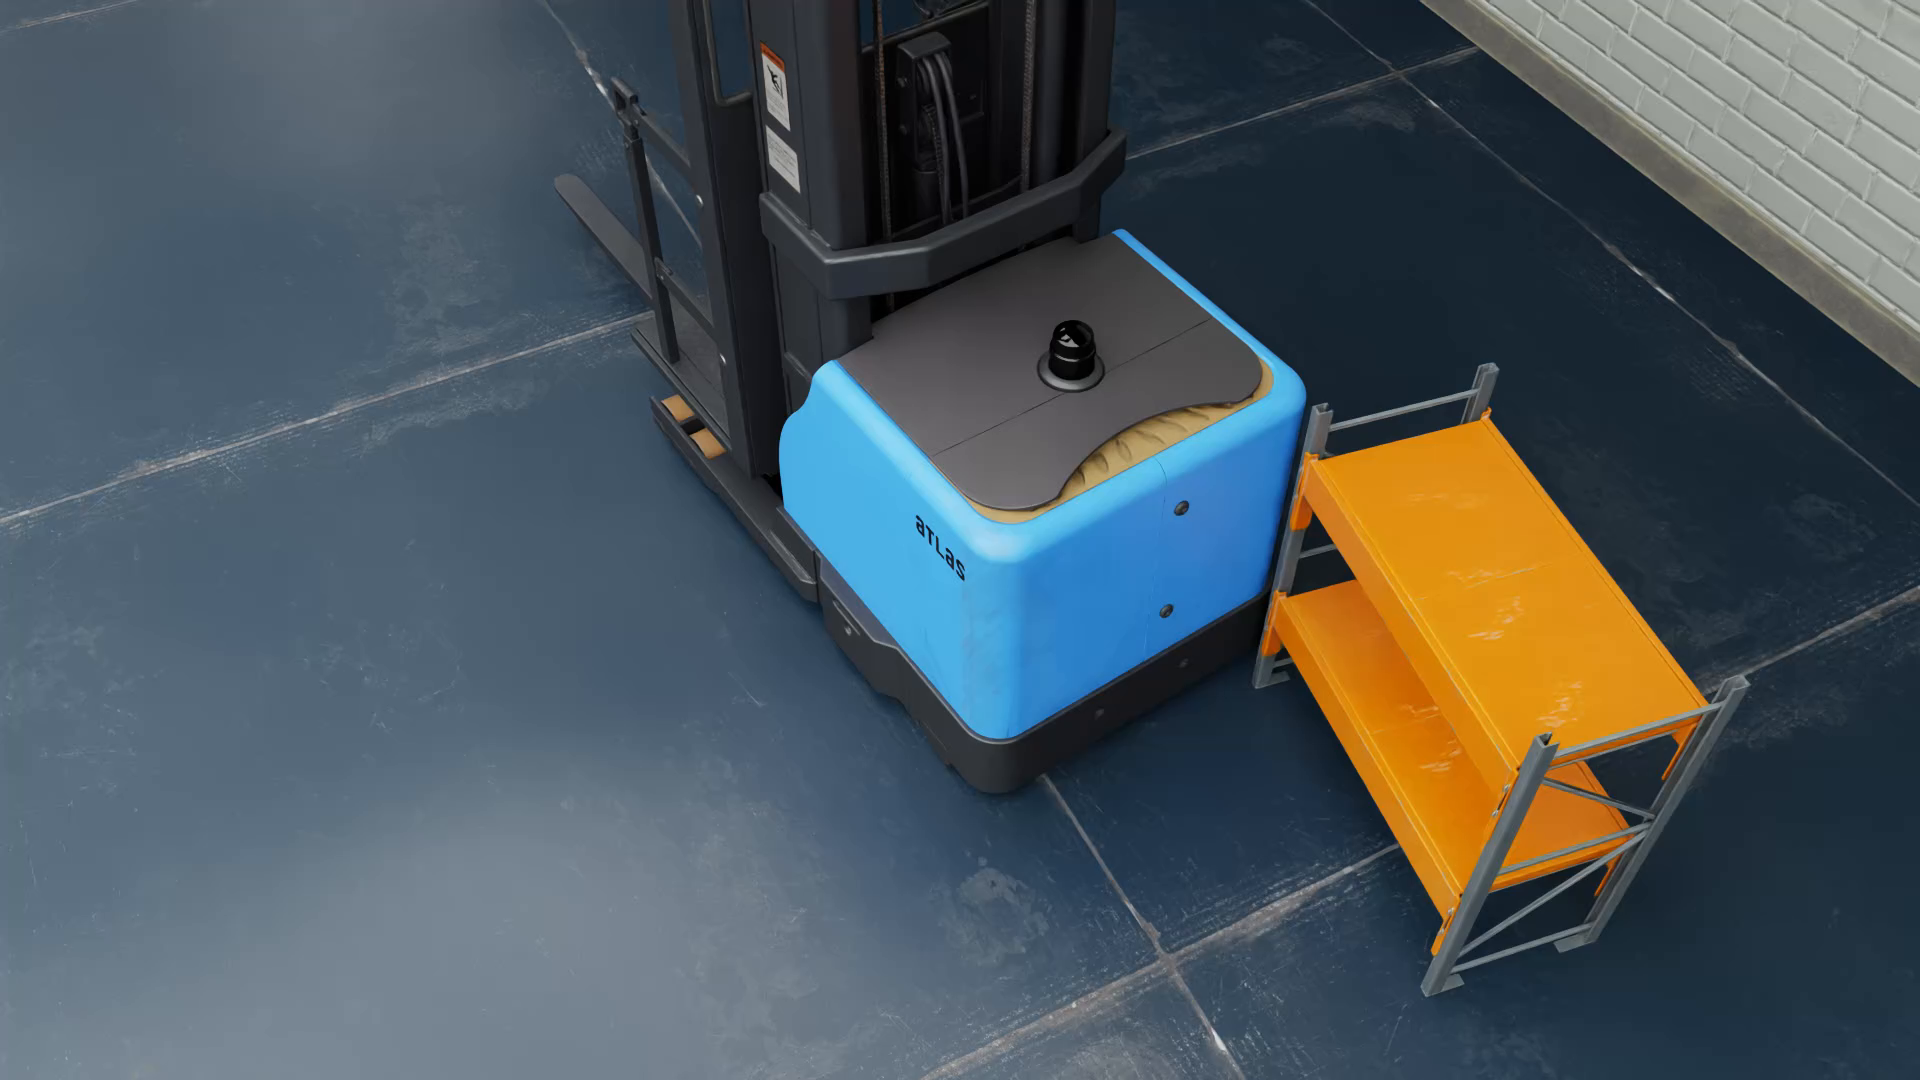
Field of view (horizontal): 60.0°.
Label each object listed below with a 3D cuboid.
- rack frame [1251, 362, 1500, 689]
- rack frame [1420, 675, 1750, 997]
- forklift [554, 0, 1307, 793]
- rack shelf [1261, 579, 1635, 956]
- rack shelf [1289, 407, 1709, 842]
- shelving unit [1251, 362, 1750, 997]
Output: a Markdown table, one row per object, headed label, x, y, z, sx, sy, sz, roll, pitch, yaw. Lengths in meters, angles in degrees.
| label | x | y | z | sx | sy | sz | roll | pitch | yaw |
| --- | --- | --- | --- | --- | --- | --- | --- | --- | --- |
| rack frame | 1.097 | -0.003 | 4.505 | 0.500 | 1.125 | 0.032 | -14 | 50 | -12 |
| rack frame | 1.418 | 0.724 | 3.870 | 0.500 | 1.125 | 0.032 | -14 | 50 | -12 |
| forklift | -0.358 | -1.354 | 4.487 | 1.130 | 2.935 | 3.031 | -28 | 54 | -22 |
| rack shelf | 1.258 | 0.521 | 4.372 | 0.538 | 0.278 | 1.000 | -14 | 50 | -12 |
| rack shelf | 1.258 | 0.168 | 3.967 | 0.538 | 0.278 | 1.000 | -14 | 50 | -12 |
| shelving unit | 1.258 | 0.360 | 4.188 | 0.538 | 1.125 | 1.048 | -14 | 50 | -12 |
